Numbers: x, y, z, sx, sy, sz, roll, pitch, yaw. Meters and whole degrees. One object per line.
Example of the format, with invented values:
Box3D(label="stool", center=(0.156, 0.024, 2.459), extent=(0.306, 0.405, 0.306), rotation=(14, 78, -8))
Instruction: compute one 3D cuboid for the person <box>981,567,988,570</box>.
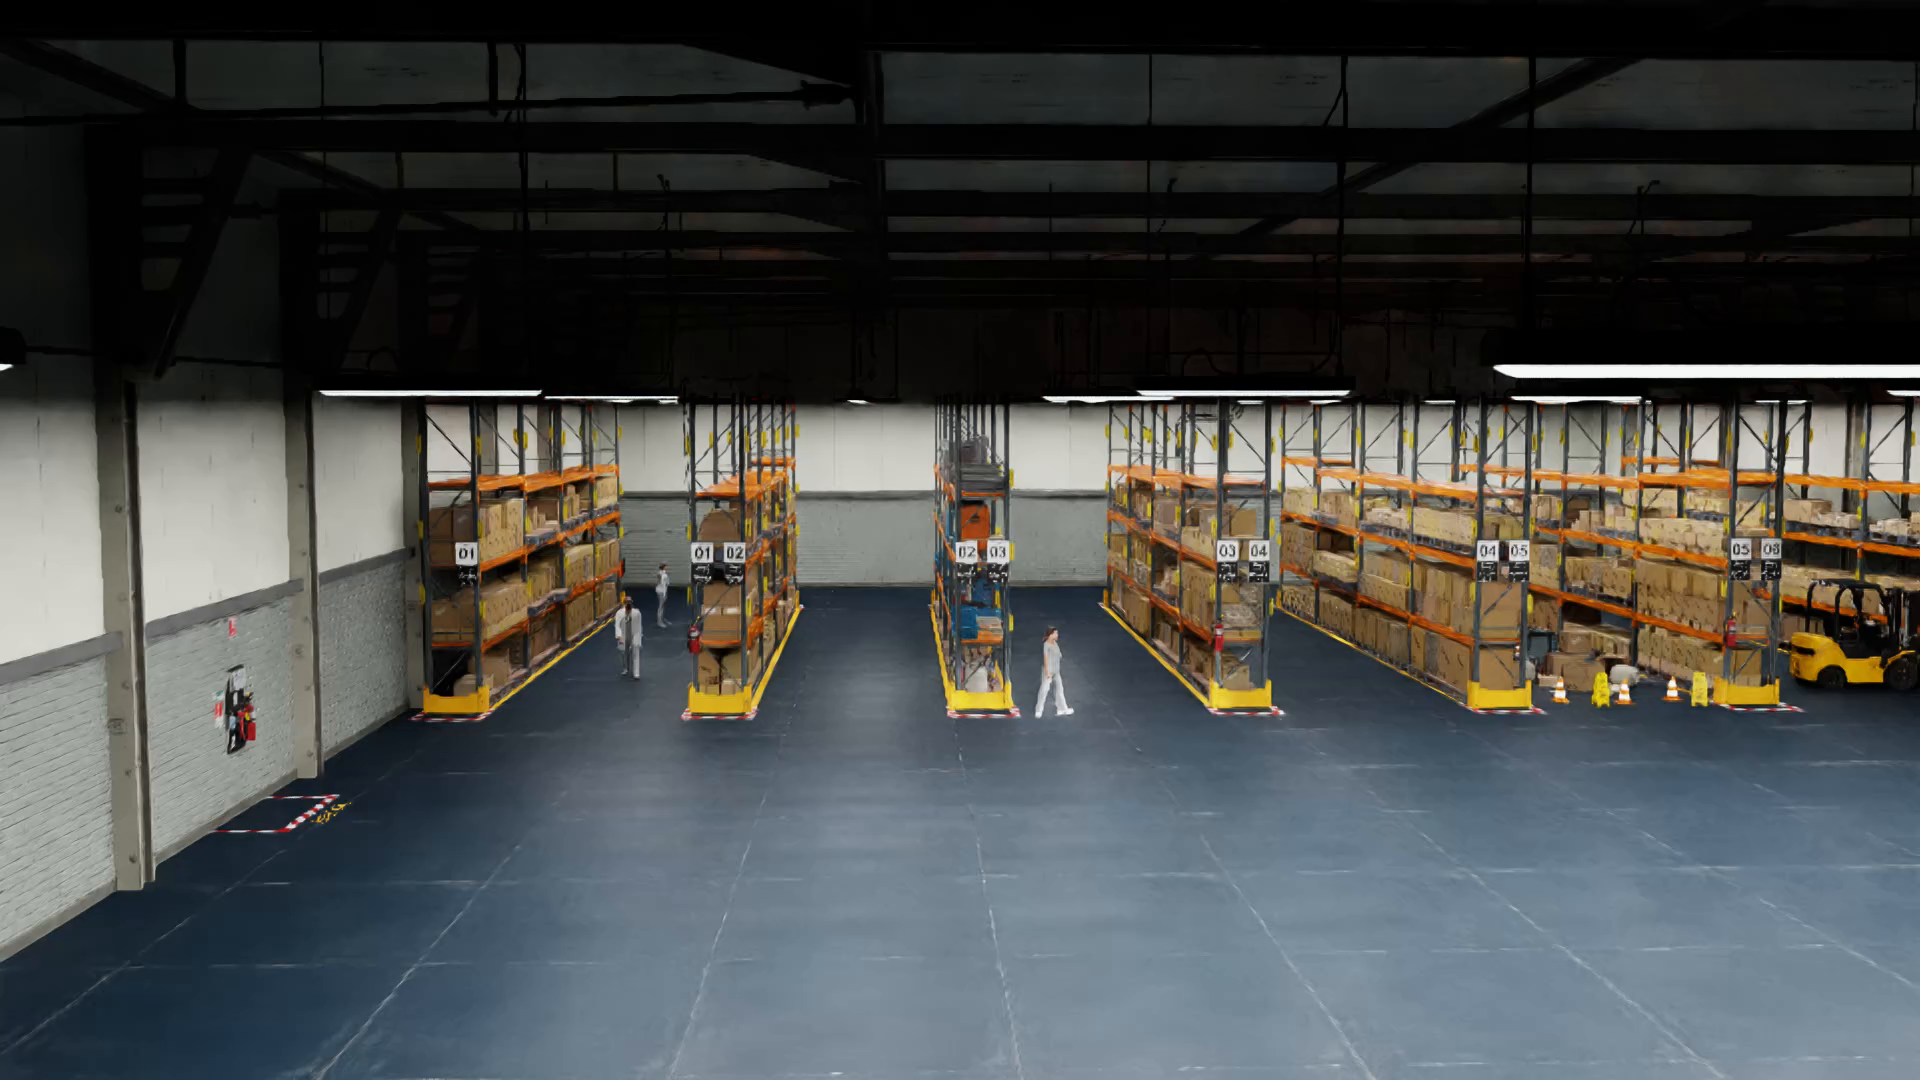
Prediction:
Box3D(label="person", center=(0.696, 1.261, 46.037), extent=(0.440, 1.516, 1.016), rotation=(-1, 5, -12))

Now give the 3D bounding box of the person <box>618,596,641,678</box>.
Box3D(label="person", center=(-6.989, 2.041, 35.064), extent=(0.543, 1.715, 1.085), rotation=(-1, 5, -10))

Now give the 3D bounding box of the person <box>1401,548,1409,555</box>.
Box3D(label="person", center=(12.844, 0.990, 48.033), extent=(0.587, 1.778, 0.678), rotation=(-2, 5, -19))

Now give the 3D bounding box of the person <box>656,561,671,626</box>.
Box3D(label="person", center=(-7.737, 1.391, 43.464), extent=(0.433, 1.684, 0.549), rotation=(-2, 5, -22))

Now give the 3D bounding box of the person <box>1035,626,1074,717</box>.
Box3D(label="person", center=(1.711, 2.417, 30.753), extent=(0.565, 1.657, 0.687), rotation=(3, 6, 35))
